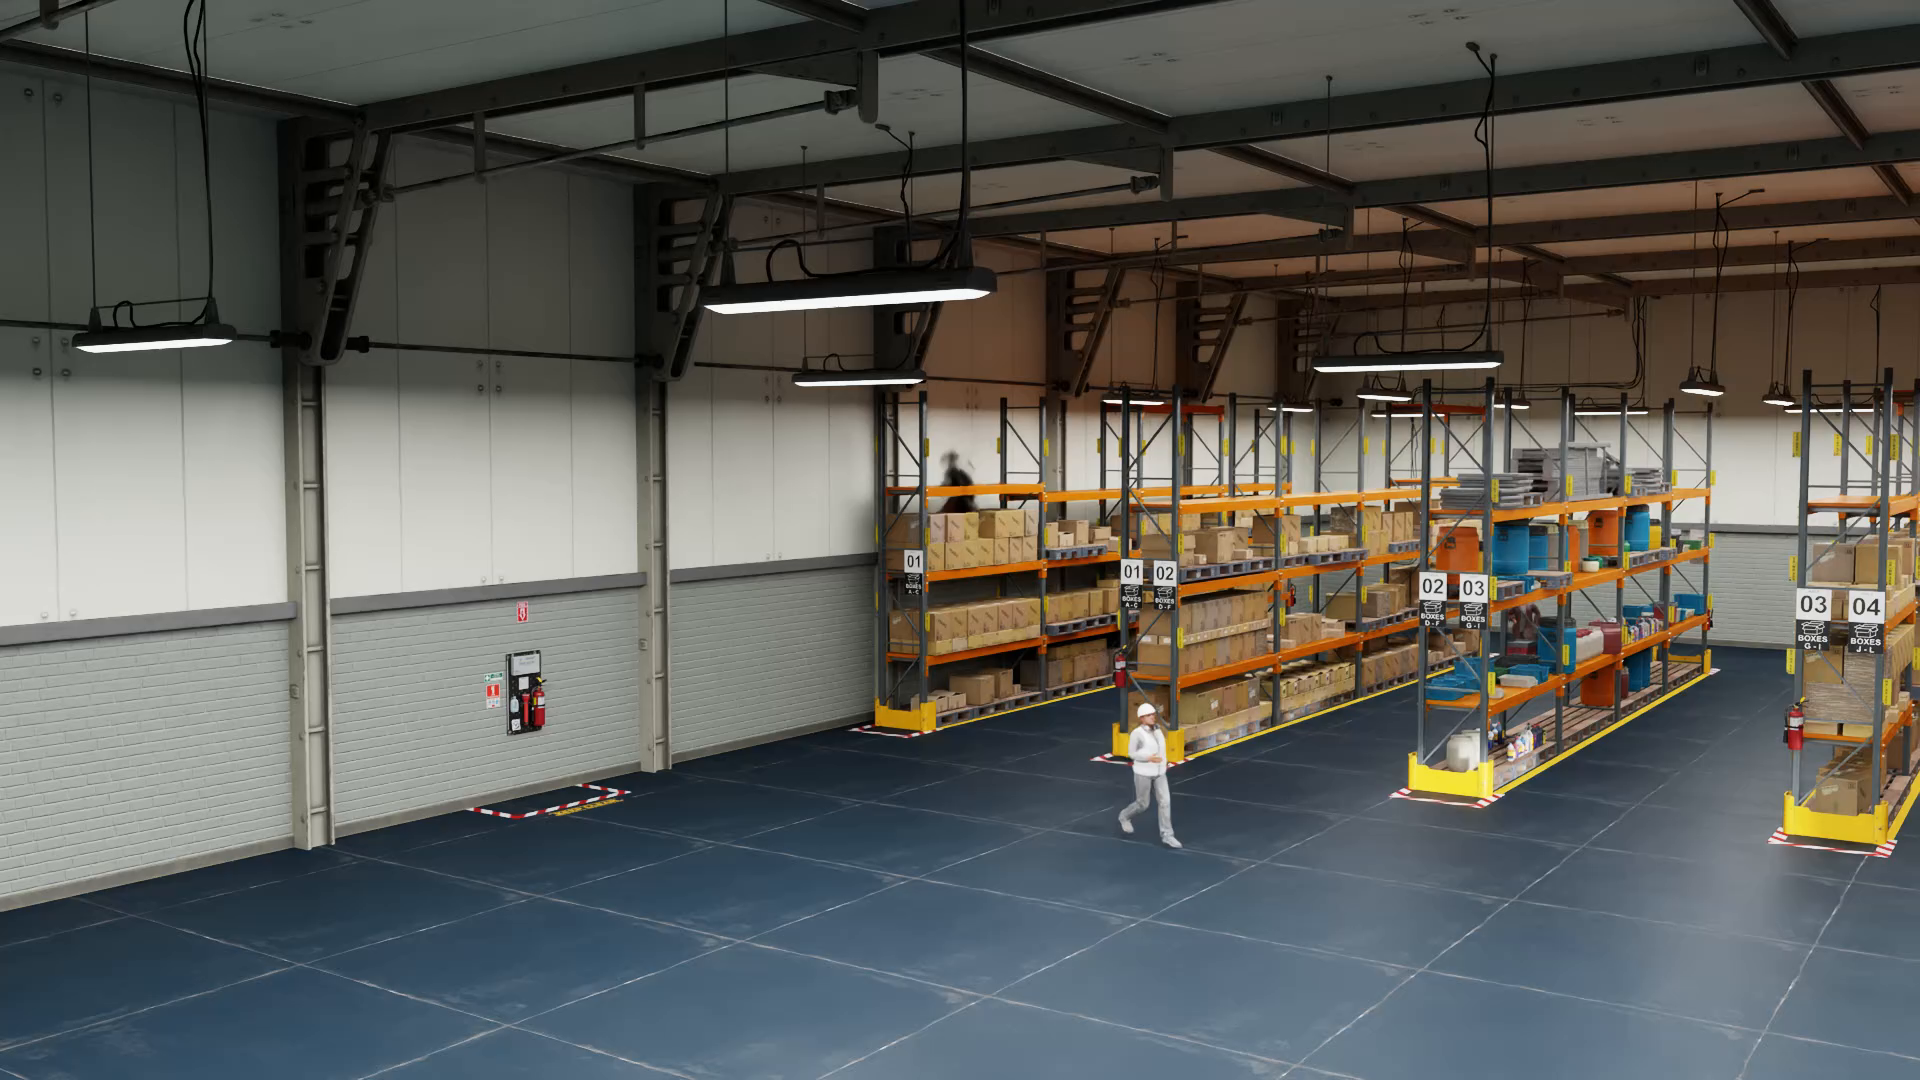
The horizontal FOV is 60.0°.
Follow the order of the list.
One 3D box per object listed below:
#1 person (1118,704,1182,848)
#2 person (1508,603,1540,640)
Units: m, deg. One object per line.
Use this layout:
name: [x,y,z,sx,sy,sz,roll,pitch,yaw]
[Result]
person: [2.410,2.943,20.999,0.671,1.755,1.013,-2,4,-34]
person: [12.602,2.065,37.274,0.692,1.813,0.789,2,4,26]
